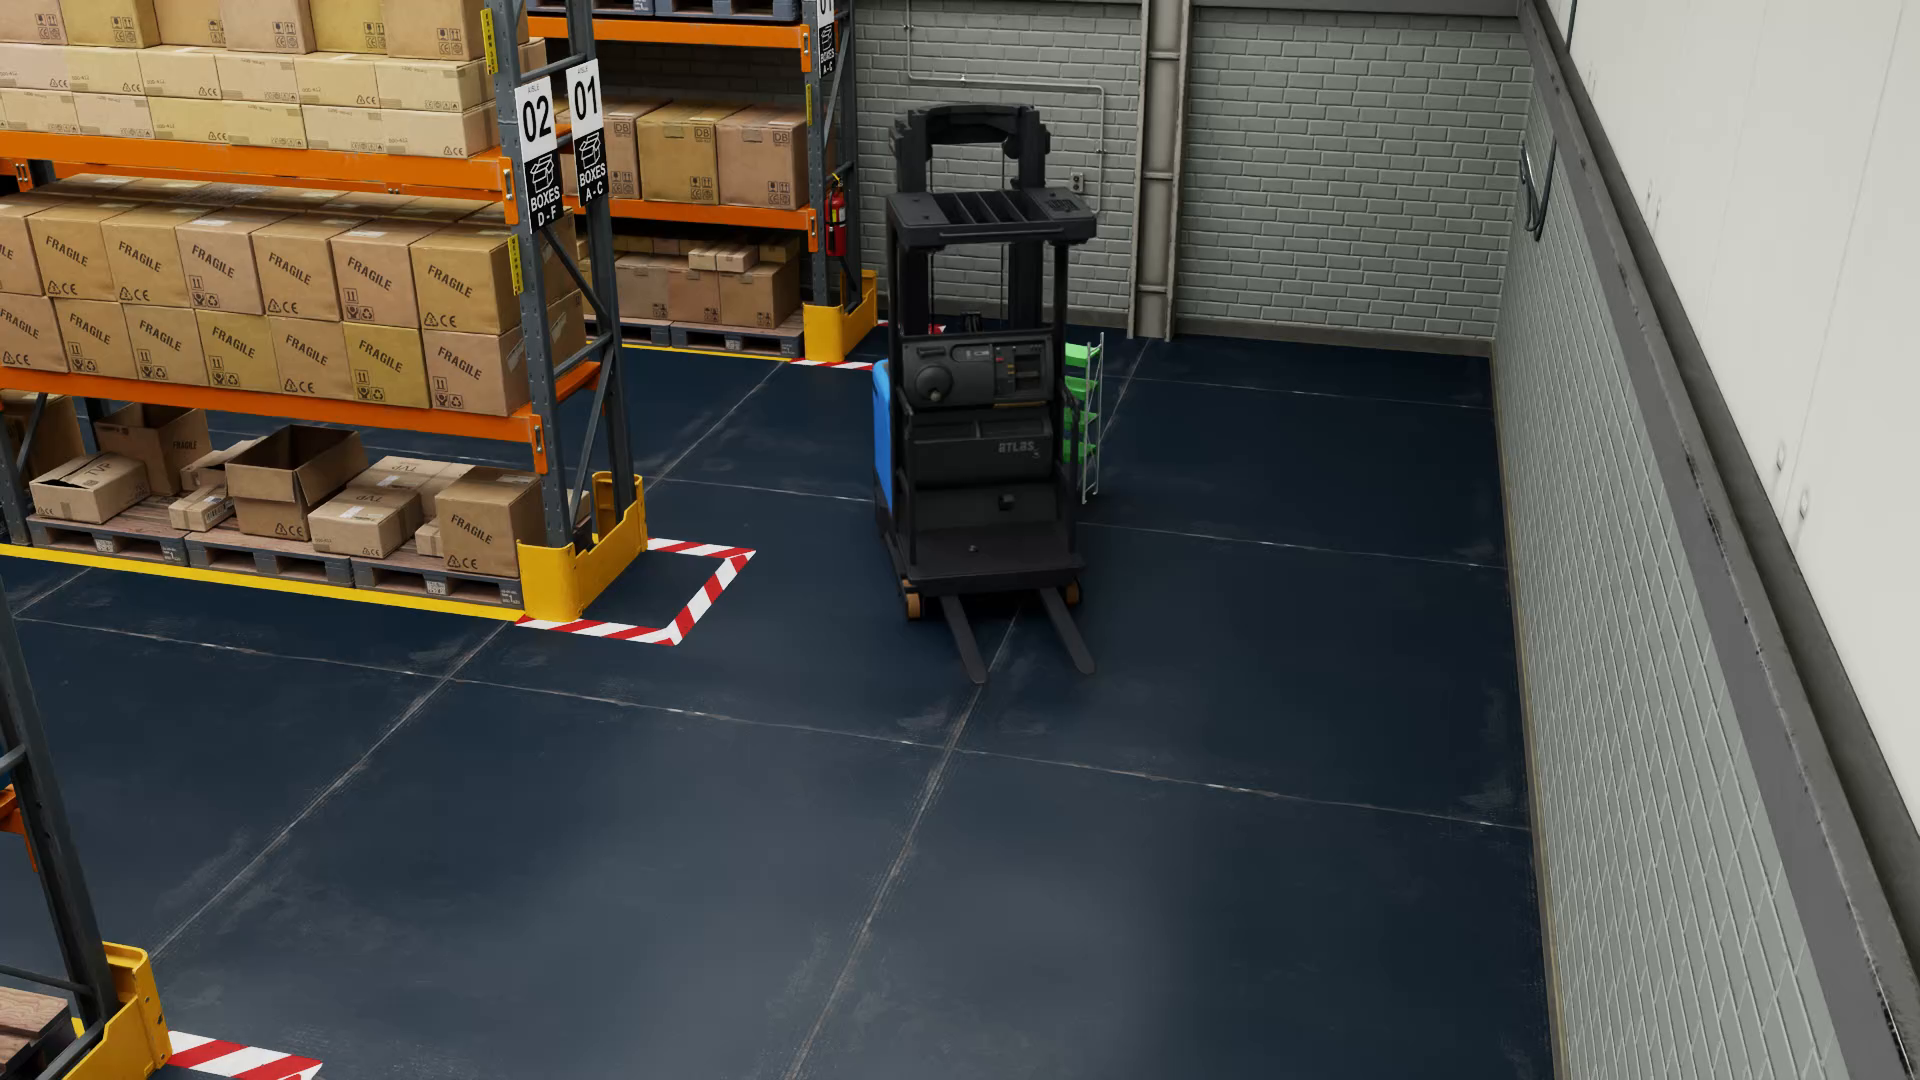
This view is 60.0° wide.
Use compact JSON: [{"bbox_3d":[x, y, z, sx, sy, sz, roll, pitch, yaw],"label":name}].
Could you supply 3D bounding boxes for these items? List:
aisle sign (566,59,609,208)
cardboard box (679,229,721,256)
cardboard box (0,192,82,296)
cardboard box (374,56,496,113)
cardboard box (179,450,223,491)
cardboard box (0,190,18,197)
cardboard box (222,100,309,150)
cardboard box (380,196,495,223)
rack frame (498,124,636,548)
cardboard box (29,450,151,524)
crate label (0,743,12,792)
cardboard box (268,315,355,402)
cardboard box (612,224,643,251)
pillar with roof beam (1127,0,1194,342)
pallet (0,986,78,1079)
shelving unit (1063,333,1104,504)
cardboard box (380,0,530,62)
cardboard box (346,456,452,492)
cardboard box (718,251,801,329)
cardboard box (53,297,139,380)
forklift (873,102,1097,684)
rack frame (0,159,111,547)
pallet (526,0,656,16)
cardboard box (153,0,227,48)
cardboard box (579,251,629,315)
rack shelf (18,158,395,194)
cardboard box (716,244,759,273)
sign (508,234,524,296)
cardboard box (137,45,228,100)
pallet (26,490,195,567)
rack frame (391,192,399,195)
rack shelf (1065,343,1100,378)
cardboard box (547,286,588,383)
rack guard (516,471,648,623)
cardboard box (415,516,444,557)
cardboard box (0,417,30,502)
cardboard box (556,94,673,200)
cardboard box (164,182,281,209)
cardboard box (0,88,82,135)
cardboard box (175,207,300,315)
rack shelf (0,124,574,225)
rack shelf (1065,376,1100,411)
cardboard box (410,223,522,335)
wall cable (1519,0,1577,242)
[{"bbox_3d":[-2.176,-2.383,9.741,0.004,0.787,0.394,6,26,13],"label":"aisle sign"},{"bbox_3d":[-2.350,-2.695,15.086,0.250,0.149,0.380,7,26,13],"label":"cardboard box"},{"bbox_3d":[-5.803,-1.851,10.370,0.500,0.500,0.500,7,26,14],"label":"cardboard box"},{"bbox_3d":[-2.877,-2.555,9.231,0.500,0.250,0.500,6,26,13],"label":"cardboard box"},{"bbox_3d":[-5.189,-0.476,11.565,0.250,0.149,0.380,6,26,13],"label":"cardboard box"},{"bbox_3d":[-10.014,-3.242,16.967,0.500,0.500,0.700,6,26,13],"label":"cardboard box"},{"bbox_3d":[-3.848,-2.432,9.554,0.500,0.250,0.500,6,26,13],"label":"cardboard box"},{"bbox_3d":[-3.188,-1.801,10.264,0.500,0.500,0.500,7,26,14],"label":"cardboard box"},{"bbox_3d":[-2.316,-1.094,10.059,0.127,3.000,1.000,6,26,13],"label":"rack frame"},{"bbox_3d":[-5.837,-0.372,11.158,0.500,0.311,0.500,6,26,13],"label":"cardboard box"},{"bbox_3d":[-3.710,0.853,6.095,0.303,0.233,0.416,6,26,13],"label":"crate label"},{"bbox_3d":[-3.802,-1.184,10.131,0.500,0.500,0.500,7,26,13],"label":"cardboard box"},{"bbox_3d":[-3.091,-2.776,15.257,0.250,0.149,0.380,6,26,12],"label":"cardboard box"},{"bbox_3d":[0.673,-4.144,9.486,0.400,9.000,9.100,6,26,13],"label":"pillar with roof beam"},{"bbox_3d":[-4.342,2.122,6.547,1.213,0.211,1.003,6,26,13],"label":"pallet"},{"bbox_3d":[0.713,-0.892,11.728,0.503,1.200,0.258,13,28,25],"label":"shelving unit"},{"bbox_3d":[-2.817,-2.993,9.279,0.500,0.500,0.700,6,26,13],"label":"cardboard box"},{"bbox_3d":[-3.740,-0.335,11.150,0.500,0.250,0.500,6,26,13],"label":"cardboard box"},{"bbox_3d":[-1.788,-2.251,14.908,0.500,0.500,0.700,6,26,13],"label":"cardboard box"},{"bbox_3d":[-5.267,-1.346,10.471,0.500,0.500,0.500,7,26,14],"label":"cardboard box"},{"bbox_3d":[0.152,-1.003,9.948,1.130,2.935,3.031,-4,26,-9],"label":"forklift"},{"bbox_3d":[-6.190,-1.522,10.958,0.127,3.000,1.000,6,26,13],"label":"rack frame"},{"bbox_3d":[-2.992,-4.676,14.196,1.213,0.211,1.003,6,26,13],"label":"pallet"},{"bbox_3d":[-4.252,-3.183,9.678,0.500,0.500,0.700,6,26,13],"label":"cardboard box"},{"bbox_3d":[-3.278,-2.412,15.247,0.500,0.500,0.700,7,26,14],"label":"cardboard box"},{"bbox_3d":[-6.896,-3.474,15.895,4.000,0.370,1.077,6,26,13],"label":"rack shelf"},{"bbox_3d":[-1.958,-2.482,14.638,0.250,0.149,0.380,6,26,12],"label":"cardboard box"},{"bbox_3d":[-2.473,-1.531,9.261,0.005,0.325,0.100,6,26,13],"label":"sign"},{"bbox_3d":[-4.330,-2.715,9.566,0.500,0.250,0.500,6,26,13],"label":"cardboard box"},{"bbox_3d":[-5.525,-0.189,11.402,1.213,0.211,1.003,6,26,13],"label":"pallet"},{"bbox_3d":[-4.959,-3.585,15.291,0.127,3.000,1.000,6,26,13],"label":"rack frame"},{"bbox_3d":[0.713,-1.268,11.549,0.480,0.148,0.258,13,28,25],"label":"rack shelf"},{"bbox_3d":[-2.680,-1.297,10.368,0.500,0.500,0.500,7,26,14],"label":"cardboard box"},{"bbox_3d":[-2.389,0.026,10.613,0.348,0.500,1.175,6,26,13],"label":"rack guard"},{"bbox_3d":[-3.273,-0.050,10.650,0.250,0.166,0.380,6,26,13],"label":"cardboard box"},{"bbox_3d":[-6.739,-0.526,11.261,0.500,0.500,0.500,6,26,13],"label":"cardboard box"},{"bbox_3d":[-3.025,-3.501,14.766,0.700,0.700,0.980,5,26,10],"label":"cardboard box"},{"bbox_3d":[-4.650,-1.965,10.608,0.500,0.500,0.500,7,26,13],"label":"cardboard box"},{"bbox_3d":[-5.297,-2.599,9.904,0.500,0.250,0.500,6,26,13],"label":"cardboard box"},{"bbox_3d":[-4.305,-1.686,10.023,0.500,0.500,0.500,7,26,15],"label":"cardboard box"},{"bbox_3d":[-4.253,-2.338,10.018,4.000,0.370,1.077,6,26,13],"label":"rack shelf"},{"bbox_3d":[0.713,-1.051,11.652,0.480,0.148,0.258,13,28,25],"label":"rack shelf"},{"bbox_3d":[-2.815,-1.524,9.682,0.500,0.500,0.500,6,26,13],"label":"cardboard box"},{"bbox_3d":[4.303,-3.709,12.185,0.112,2.526,3.097,6,26,13],"label":"wall cable"}]
